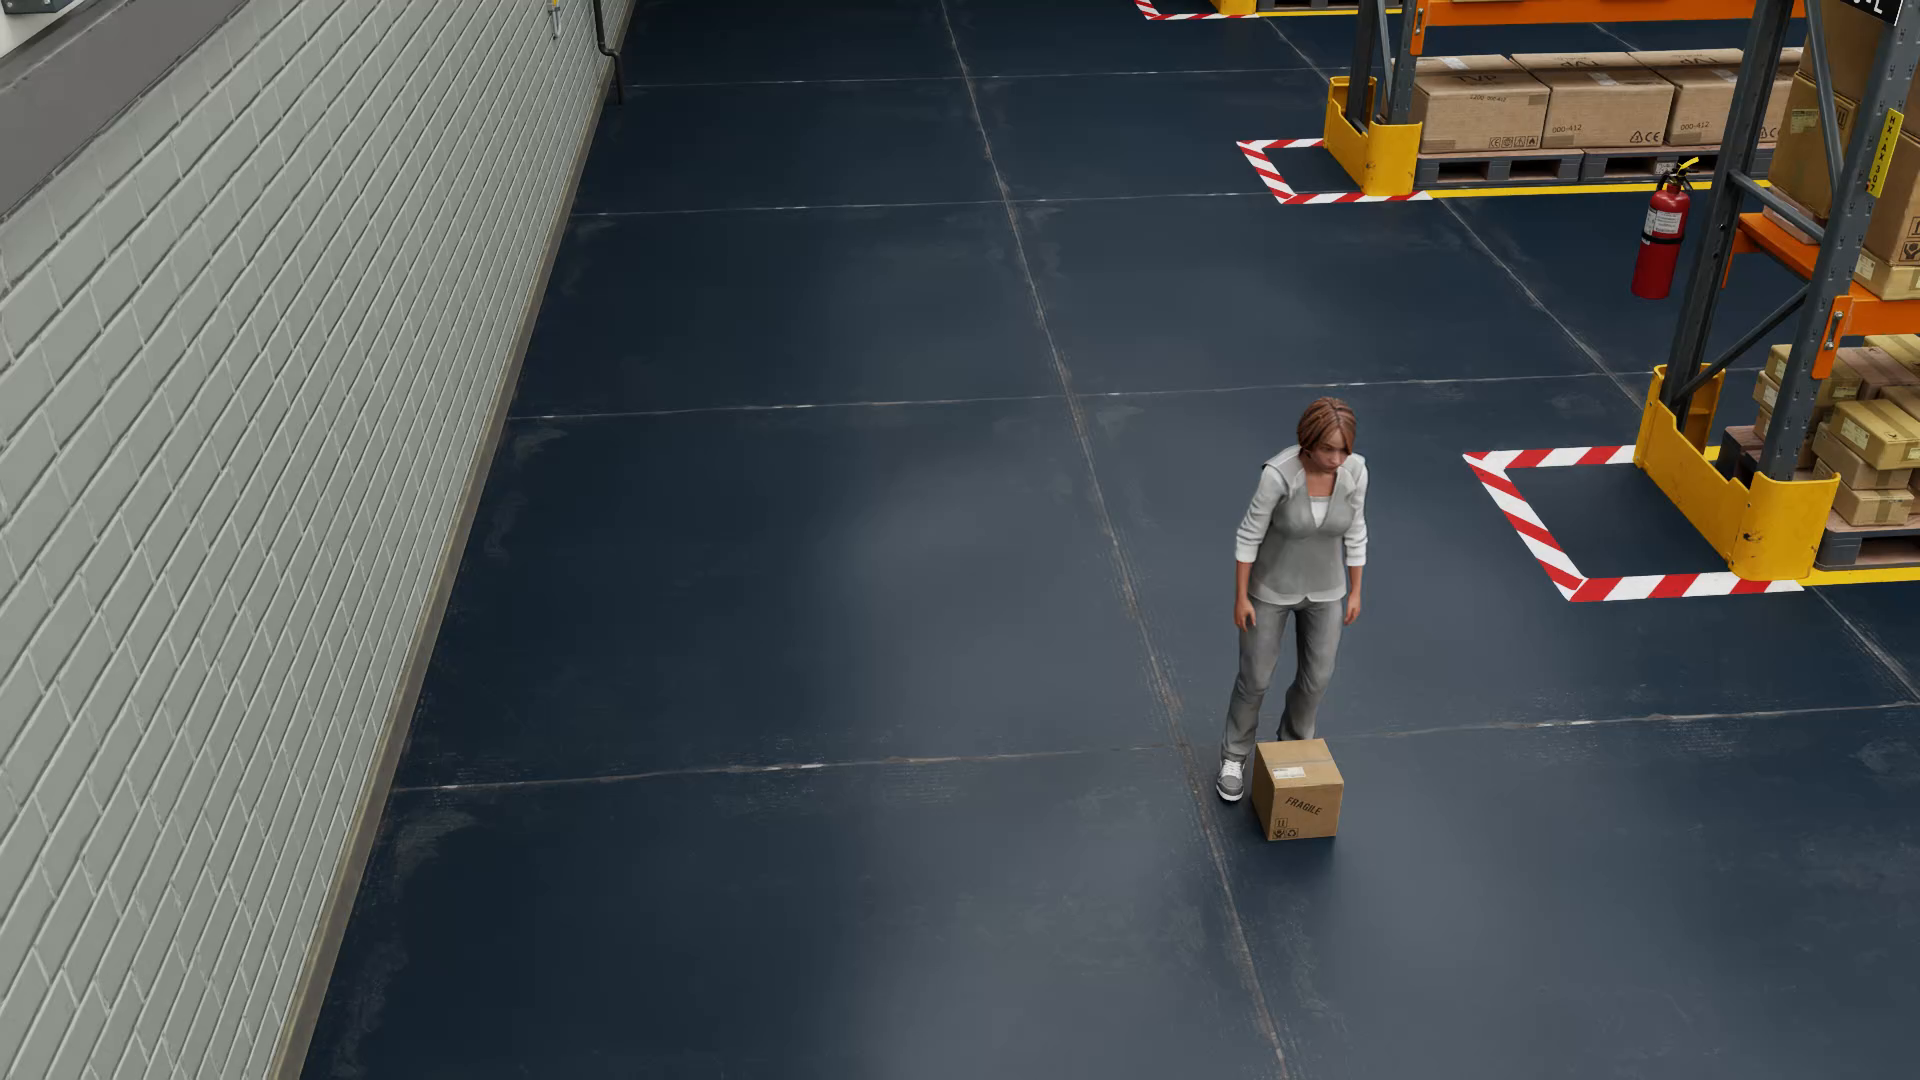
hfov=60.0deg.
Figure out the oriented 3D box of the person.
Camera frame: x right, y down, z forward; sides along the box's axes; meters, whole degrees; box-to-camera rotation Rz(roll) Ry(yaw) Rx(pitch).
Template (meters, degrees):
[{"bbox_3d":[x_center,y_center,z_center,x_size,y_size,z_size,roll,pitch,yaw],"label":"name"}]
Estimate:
[{"bbox_3d":[1.177,0.205,5.812,0.472,1.592,0.366,-3,32,-5],"label":"person"}]
